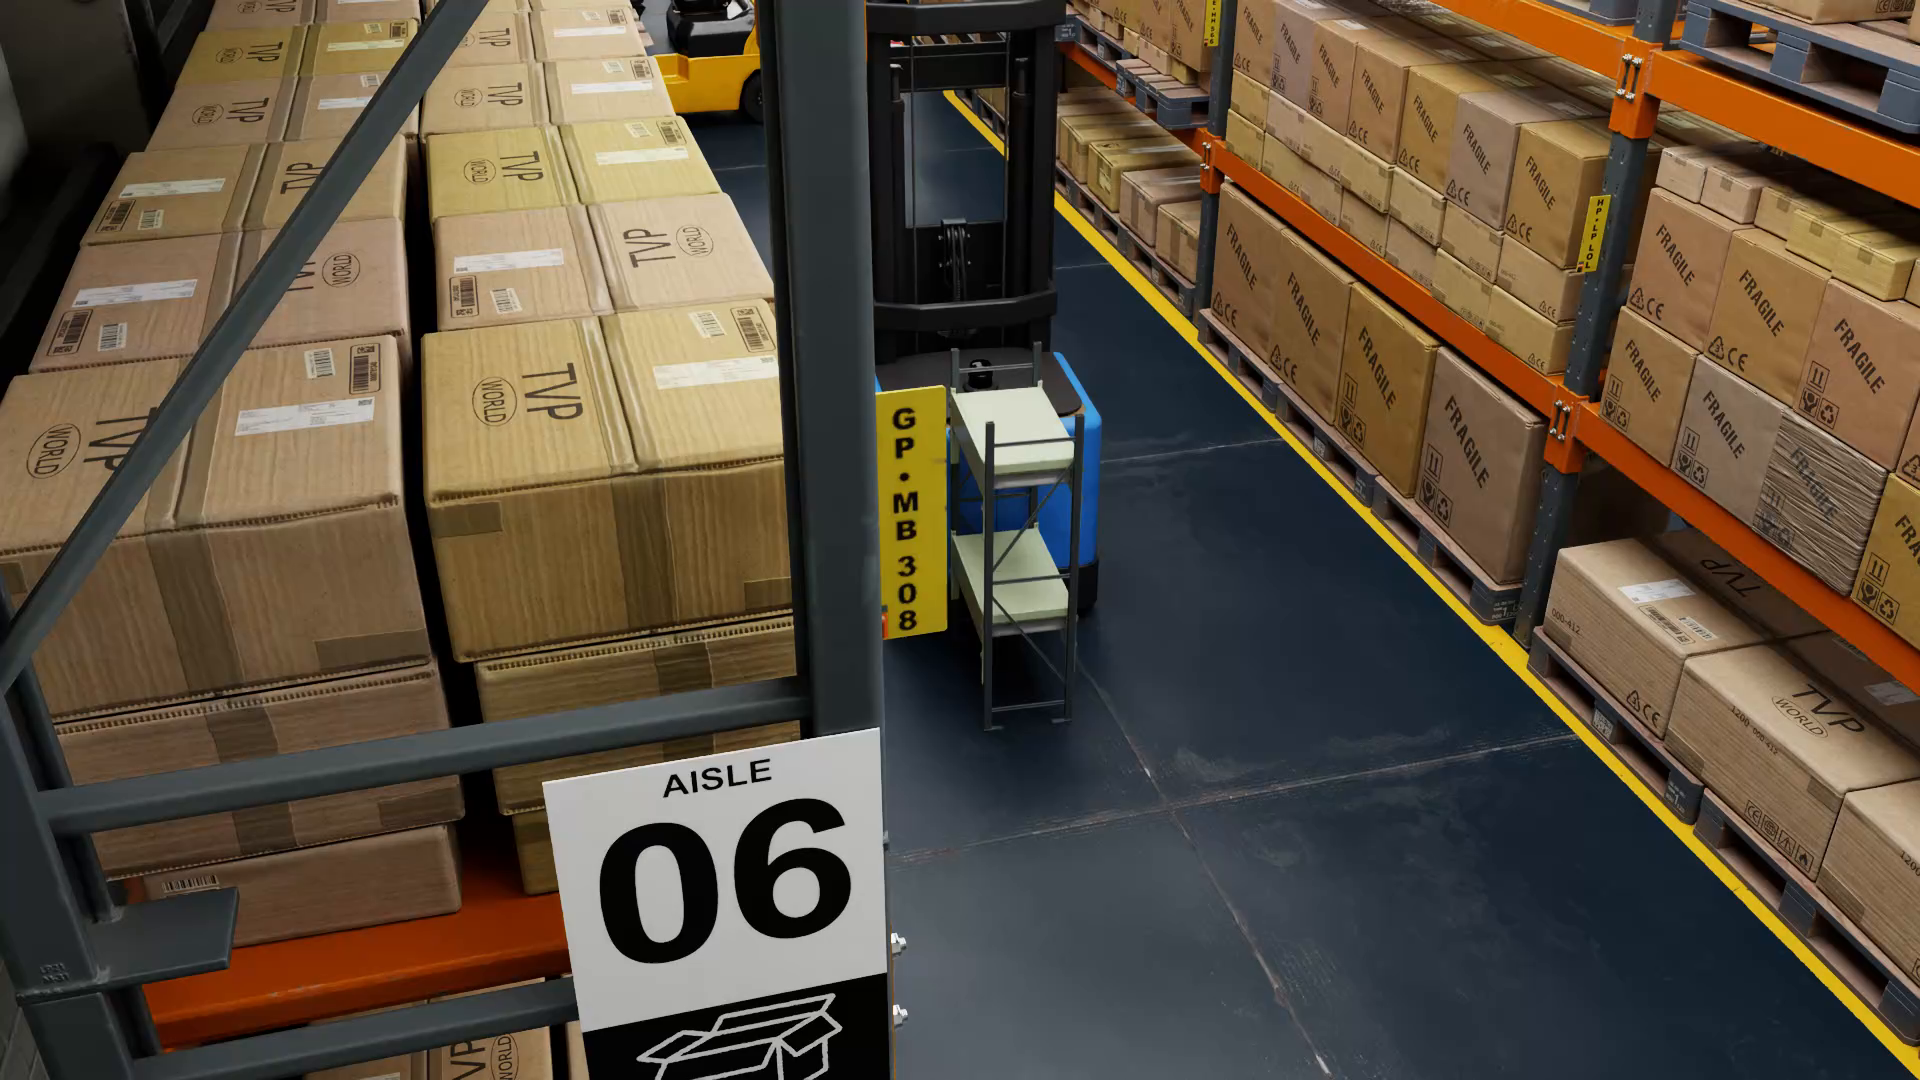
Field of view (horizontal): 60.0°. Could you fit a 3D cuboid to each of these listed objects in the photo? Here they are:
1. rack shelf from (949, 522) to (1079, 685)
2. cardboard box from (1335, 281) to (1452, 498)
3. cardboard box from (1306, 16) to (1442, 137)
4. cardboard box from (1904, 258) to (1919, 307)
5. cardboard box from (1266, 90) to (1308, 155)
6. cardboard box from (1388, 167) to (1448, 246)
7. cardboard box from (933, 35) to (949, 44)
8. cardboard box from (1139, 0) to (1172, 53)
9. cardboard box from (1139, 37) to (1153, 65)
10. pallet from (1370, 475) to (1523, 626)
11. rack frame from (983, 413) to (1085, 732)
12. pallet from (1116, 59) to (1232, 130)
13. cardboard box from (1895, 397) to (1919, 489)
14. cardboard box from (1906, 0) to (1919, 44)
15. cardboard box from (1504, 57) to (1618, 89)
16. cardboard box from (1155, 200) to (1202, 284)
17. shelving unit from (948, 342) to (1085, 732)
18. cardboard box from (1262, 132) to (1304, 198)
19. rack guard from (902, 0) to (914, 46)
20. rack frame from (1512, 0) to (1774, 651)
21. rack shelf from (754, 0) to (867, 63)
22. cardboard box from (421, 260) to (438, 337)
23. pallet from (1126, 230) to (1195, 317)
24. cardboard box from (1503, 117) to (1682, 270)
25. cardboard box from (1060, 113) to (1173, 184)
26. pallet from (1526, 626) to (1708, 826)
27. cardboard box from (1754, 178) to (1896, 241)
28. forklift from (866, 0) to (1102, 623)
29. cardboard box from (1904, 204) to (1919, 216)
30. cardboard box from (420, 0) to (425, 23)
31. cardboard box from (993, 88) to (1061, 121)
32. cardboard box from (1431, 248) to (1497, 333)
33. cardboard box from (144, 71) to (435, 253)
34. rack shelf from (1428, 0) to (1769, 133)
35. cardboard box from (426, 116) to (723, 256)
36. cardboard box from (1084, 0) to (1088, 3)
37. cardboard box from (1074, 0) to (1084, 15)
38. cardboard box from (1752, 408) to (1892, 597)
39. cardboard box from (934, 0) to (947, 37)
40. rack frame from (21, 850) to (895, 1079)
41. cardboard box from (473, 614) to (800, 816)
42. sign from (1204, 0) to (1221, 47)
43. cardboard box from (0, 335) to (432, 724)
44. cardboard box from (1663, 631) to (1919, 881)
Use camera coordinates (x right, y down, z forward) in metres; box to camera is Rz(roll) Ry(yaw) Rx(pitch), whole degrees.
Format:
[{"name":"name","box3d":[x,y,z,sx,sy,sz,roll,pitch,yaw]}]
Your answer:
[{"name":"rack shelf","box3d":[0.228,0.270,7.436,0.431,0.370,0.720,-6,31,-10]},{"name":"cardboard box","box3d":[2.647,-0.857,8.937,0.875,0.875,0.875,-7,31,-12]},{"name":"cardboard box","box3d":[2.232,-2.517,9.007,0.500,0.500,0.500,-7,31,-12]},{"name":"cardboard box","box3d":[3.356,-0.830,5.444,0.380,0.149,0.250,-8,31,-13]},{"name":"cardboard box","box3d":[2.106,-2.426,9.598,0.500,0.250,0.500,-7,31,-12]},{"name":"cardboard box","box3d":[2.501,-1.692,8.330,0.500,0.250,0.500,-7,31,-12]},{"name":"cardboard box","box3d":[0.026,-4.984,16.692,0.500,0.250,0.500,-7,31,-11]},{"name":"cardboard box","box3d":[1.537,-3.587,11.137,0.500,0.500,0.500,-8,31,-14]},{"name":"cardboard box","box3d":[1.450,-3.361,11.393,0.380,0.149,0.250,-9,31,-16]},{"name":"pallet","box3d":[2.858,-0.026,8.585,1.003,0.211,1.213,-8,31,-13]},{"name":"rack frame","box3d":[0.298,0.168,6.962,0.400,1.500,0.023,-6,31,-10]},{"name":"pallet","box3d":[1.782,-3.049,11.215,1.213,0.211,1.003,-8,31,-13]},{"name":"cardboard box","box3d":[3.413,-0.347,5.257,0.500,0.500,0.500,-8,31,-14]},{"name":"cardboard box","box3d":[3.524,-1.791,5.234,0.797,0.503,0.637,-5,31,-9]},{"name":"cardboard box","box3d":[3.003,-2.082,8.254,0.500,0.500,0.500,-9,31,-15]},{"name":"cardboard box","box3d":[1.933,-2.121,11.624,0.950,0.372,0.625,-10,32,-17]},{"name":"shelving unit","box3d":[0.228,-0.012,7.273,0.431,1.500,0.755,-6,31,-10]},{"name":"cardboard box","box3d":[2.114,-2.222,9.744,0.500,0.250,0.500,-9,31,-15]},{"name":"rack guard","box3d":[-0.029,-5.548,17.835,1.175,0.500,0.348,-8,31,-13]},{"name":"rack frame","box3d":[3.135,-0.870,7.259,1.000,3.000,0.127,-8,31,-13]},{"name":"rack shelf","box3d":[-1.118,-1.526,3.125,1.077,0.370,4.000,-8,31,-13]},{"name":"cardboard box","box3d":[-1.244,-0.307,3.144,0.500,0.250,0.500,-9,31,-14]},{"name":"pallet","box3d":[1.868,-1.973,11.948,1.003,0.211,1.213,-8,31,-13]},{"name":"cardboard box","box3d":[2.775,-1.529,7.299,0.500,0.500,0.500,-7,31,-12]},{"name":"cardboard box","box3d":[1.348,-3.179,13.452,0.950,0.372,0.625,-6,31,-10]},{"name":"pallet","box3d":[3.262,0.714,7.306,1.003,0.211,1.213,-8,31,-13]},{"name":"cardboard box","box3d":[3.161,-1.201,6.085,0.380,0.149,0.250,-8,31,-14]},{"name":"forklift","box3d":[8.886,-1.966,9.017,19.036,3.140,5.327,-6,31,-10]},{"name":"cardboard box","box3d":[3.631,-1.137,5.975,0.380,0.149,0.250,-8,31,-14]},{"name":"cardboard box","box3d":[-1.792,-1.510,4.724,0.500,0.250,0.500,-8,31,-14]},{"name":"cardboard box","box3d":[0.596,-3.976,14.950,0.500,0.250,0.500,-6,31,-11]},{"name":"cardboard box","box3d":[2.639,-1.235,8.039,0.500,0.250,0.500,-8,31,-14]},{"name":"cardboard box","box3d":[-1.366,-0.777,3.457,0.500,0.250,0.500,-8,31,-13]},{"name":"rack shelf","box3d":[2.605,-2.823,8.357,1.077,0.370,4.000,-8,31,-13]},{"name":"cardboard box","box3d":[-0.726,-0.592,3.137,0.500,0.250,0.500,-8,31,-14]},{"name":"cardboard box","box3d":[1.112,-4.341,12.440,0.500,0.500,0.500,-8,31,-14]},{"name":"cardboard box","box3d":[1.089,-4.120,12.705,0.380,0.149,0.250,-7,31,-13]},{"name":"cardboard box","box3d":[3.263,-0.168,5.945,0.500,0.500,0.500,-8,31,-13]},{"name":"cardboard box","box3d":[0.048,-5.293,16.477,0.500,0.500,0.500,-9,31,-15]},{"name":"rack frame","box3d":[-0.587,1.723,2.778,1.000,3.000,0.127,-8,31,-13]},{"name":"cardboard box","box3d":[-0.442,0.111,2.423,0.500,0.250,0.500,-8,31,-14]},{"name":"sign","box3d":[1.553,-3.192,10.194,0.100,0.325,0.005,-8,31,-13]},{"name":"cardboard box","box3d":[-0.975,-0.033,2.172,0.500,0.250,0.500,-9,31,-15]},{"name":"cardboard box","box3d":[3.437,0.807,6.501,0.875,0.438,0.875,-9,31,-15]}]
